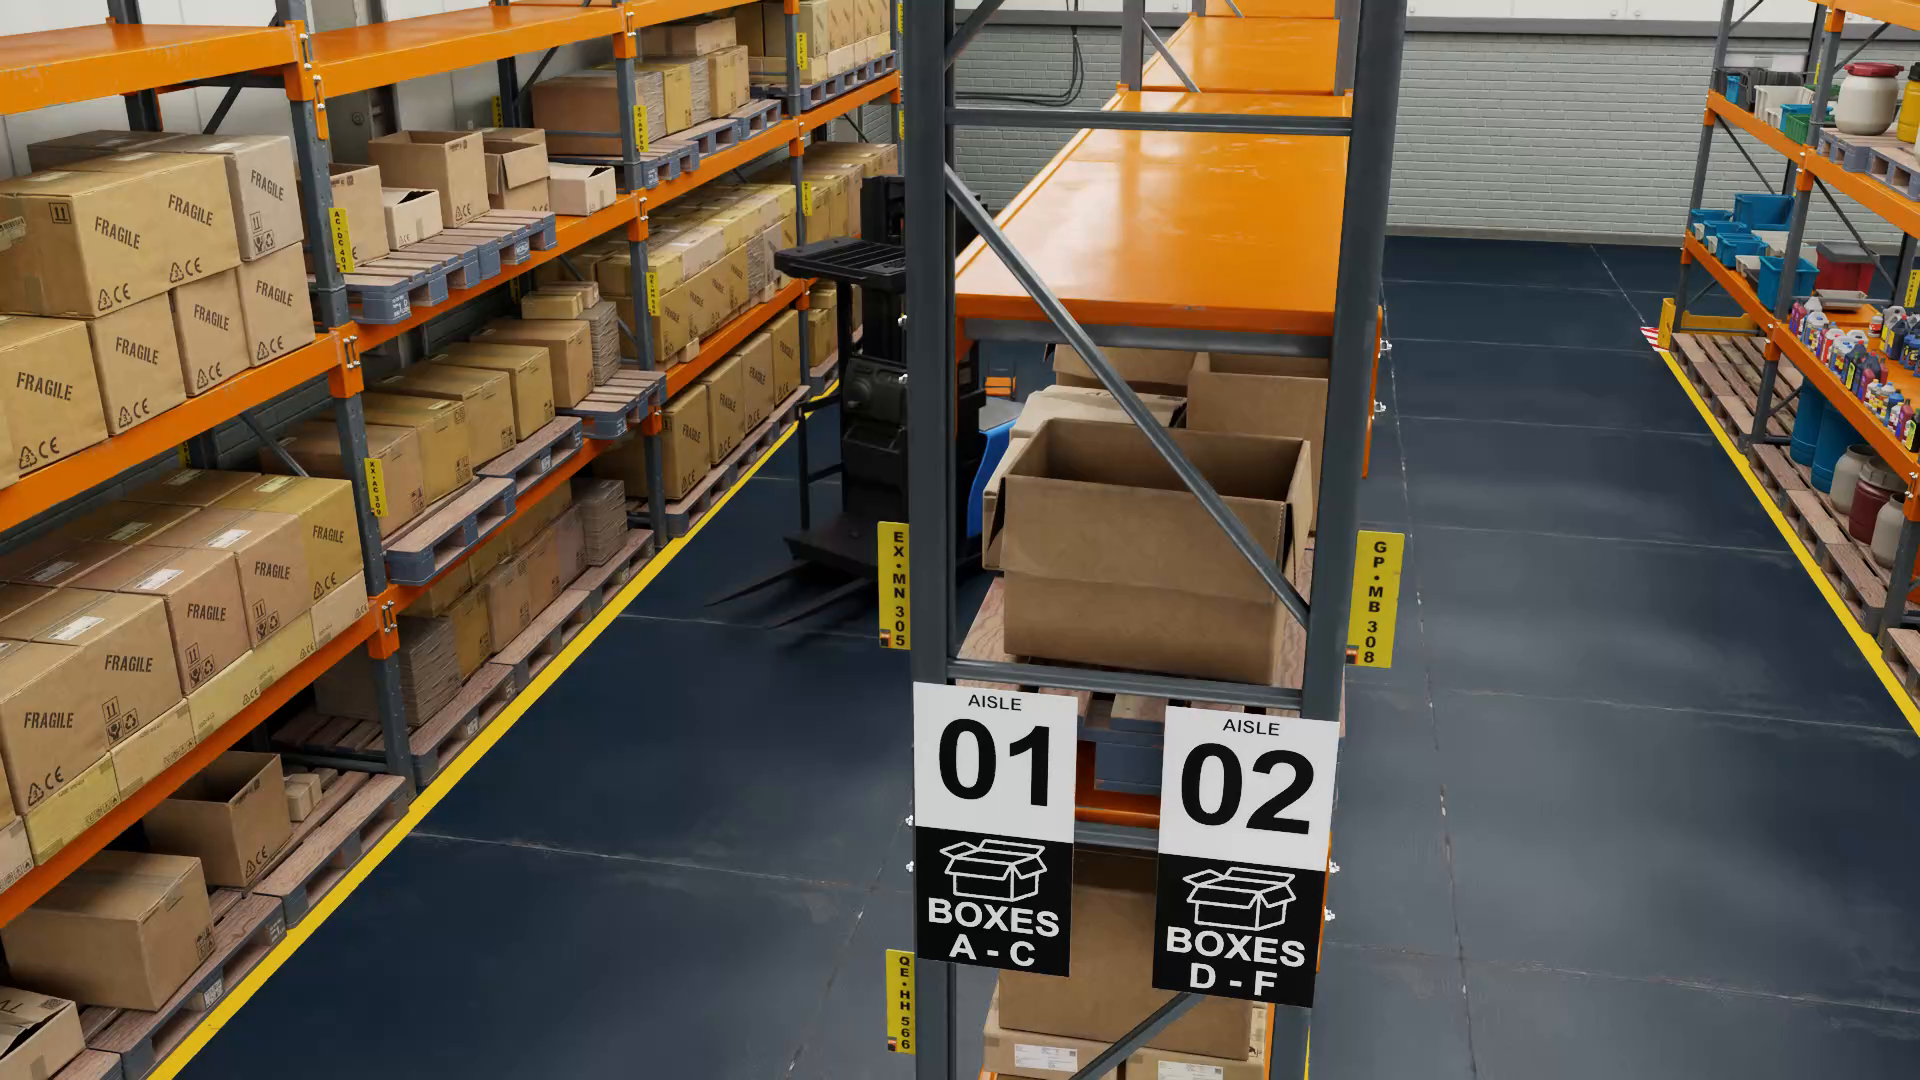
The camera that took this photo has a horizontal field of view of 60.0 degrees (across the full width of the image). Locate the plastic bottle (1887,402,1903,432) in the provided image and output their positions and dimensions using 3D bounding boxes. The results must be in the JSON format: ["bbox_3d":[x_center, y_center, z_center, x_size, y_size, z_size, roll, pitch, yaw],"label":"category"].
[{"bbox_3d":[6.638,-0.872,11.770,0.097,0.201,0.097,0,22,0],"label":"plastic bottle"}]

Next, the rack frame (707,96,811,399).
[{"bbox_3d":[-2.018,-2.841,16.394,1.000,3.000,0.127,4,22,11],"label":"rack frame"}]

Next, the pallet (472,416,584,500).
[{"bbox_3d":[-3.198,-0.562,10.992,1.003,0.211,1.213,4,22,11],"label":"pallet"}]

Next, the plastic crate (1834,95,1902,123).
[{"bbox_3d":[8.202,-3.850,15.058,0.497,0.269,0.590,4,22,11],"label":"plastic crate"}]

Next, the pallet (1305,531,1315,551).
[{"bbox_3d":[0.800,-0.131,5.767,1.003,0.211,1.213,4,22,11],"label":"pallet"}]

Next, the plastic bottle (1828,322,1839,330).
[{"bbox_3d":[7.264,-1.717,13.868,0.097,0.201,0.097,0,22,0],"label":"plastic bottle"}]

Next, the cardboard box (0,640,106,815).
[{"bbox_3d":[-3.853,0.740,6.672,0.500,0.500,0.500,4,22,9],"label":"cardboard box"}]

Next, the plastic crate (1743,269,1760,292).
[{"bbox_3d":[7.646,-2.416,15.626,0.437,0.125,0.590,4,22,11],"label":"plastic crate"}]

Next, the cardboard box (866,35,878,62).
[{"bbox_3d":[-1.197,-5.389,18.208,0.500,0.250,0.500,4,22,9],"label":"cardboard box"}]

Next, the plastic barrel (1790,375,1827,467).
[{"bbox_3d":[7.553,-1.110,14.341,0.600,0.901,0.708,4,22,11],"label":"plastic barrel"}]

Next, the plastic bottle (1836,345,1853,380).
[{"bbox_3d":[6.906,-1.387,12.954,0.097,0.271,0.097,0,22,0],"label":"plastic bottle"}]

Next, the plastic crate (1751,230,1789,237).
[{"bbox_3d":[8.508,-3.143,17.414,0.396,0.136,0.243,4,22,11],"label":"plastic crate"}]

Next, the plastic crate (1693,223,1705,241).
[{"bbox_3d":[7.978,-3.278,17.751,0.250,0.136,0.298,4,22,11],"label":"plastic crate"}]

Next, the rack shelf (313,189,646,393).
[{"bbox_3d":[-3.242,-1.705,10.519,1.077,0.370,4.000,4,22,11],"label":"rack shelf"}]

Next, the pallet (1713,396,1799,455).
[{"bbox_3d":[7.793,-1.065,15.714,1.003,0.211,1.213,4,22,11],"label":"pallet"}]

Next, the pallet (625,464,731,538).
[{"bbox_3d":[-2.600,-0.368,13.984,1.003,0.211,1.213,4,22,11],"label":"pallet"}]

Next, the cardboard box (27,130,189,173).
[{"bbox_3d":[-4.030,-1.669,7.968,0.500,0.500,0.500,5,22,12],"label":"cardboard box"}]

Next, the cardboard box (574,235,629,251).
[{"bbox_3d":[-2.887,-2.295,13.474,0.500,0.250,0.500,4,22,9],"label":"cardboard box"}]

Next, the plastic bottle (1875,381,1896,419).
[{"bbox_3d":[6.697,-1.012,12.023,0.097,0.271,0.097,0,22,0],"label":"plastic bottle"}]

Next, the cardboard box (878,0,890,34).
[{"bbox_3d":[-1.084,-5.927,18.540,0.500,0.500,0.500,4,22,11],"label":"cardboard box"}]

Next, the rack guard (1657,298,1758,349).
[{"bbox_3d":[8.489,-2.399,18.642,1.175,0.500,0.348,4,22,11],"label":"rack guard"}]

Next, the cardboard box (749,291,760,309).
[{"bbox_3d":[-2.047,-2.218,15.155,0.380,0.149,0.250,4,22,11],"label":"cardboard box"}]

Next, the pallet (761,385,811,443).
[{"bbox_3d":[-2.102,-1.260,16.199,1.003,0.211,1.213,4,22,11],"label":"pallet"}]

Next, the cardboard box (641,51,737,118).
[{"bbox_3d":[-2.355,-3.961,14.436,0.700,0.500,0.500,4,22,10],"label":"cardboard box"}]

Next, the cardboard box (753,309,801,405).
[{"bbox_3d":[-2.024,-1.791,16.102,0.750,0.750,0.750,5,22,12],"label":"cardboard box"}]

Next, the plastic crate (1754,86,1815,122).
[{"bbox_3d":[7.742,-4.098,15.658,0.437,0.282,0.530,4,22,11],"label":"plastic crate"}]

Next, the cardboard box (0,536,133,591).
[{"bbox_3d":[-4.167,0.324,7.705,0.500,0.500,0.500,5,22,12],"label":"cardboard box"}]

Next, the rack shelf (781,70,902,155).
[{"bbox_3d":[-1.610,-4.631,17.784,1.077,0.370,4.000,4,22,11],"label":"rack shelf"}]

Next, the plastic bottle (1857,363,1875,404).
[{"bbox_3d":[6.762,-1.168,12.394,0.061,0.283,0.133,4,22,11],"label":"plastic bottle"}]

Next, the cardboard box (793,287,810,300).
[{"bbox_3d":[-1.830,-2.695,17.945,0.380,0.149,0.250,4,22,9],"label":"cardboard box"}]

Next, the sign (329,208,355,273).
[{"bbox_3d":[-3.118,-1.508,8.376,0.100,0.325,0.005,4,22,11],"label":"sign"}]

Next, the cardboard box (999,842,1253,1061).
[{"bbox_3d":[0.502,1.086,4.771,0.700,0.500,0.500,5,22,11],"label":"cardboard box"}]

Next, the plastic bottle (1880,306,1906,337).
[{"bbox_3d":[7.916,-1.860,14.122,0.152,0.276,0.135,4,22,11],"label":"plastic bottle"}]

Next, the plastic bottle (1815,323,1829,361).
[{"bbox_3d":[7.007,-1.606,13.481,0.061,0.283,0.133,4,22,11],"label":"plastic bottle"}]

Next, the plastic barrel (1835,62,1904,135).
[{"bbox_3d":[7.328,-3.562,13.424,0.433,0.535,0.433,0,22,0],"label":"plastic barrel"}]

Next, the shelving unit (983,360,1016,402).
[{"bbox_3d":[0.326,-0.849,13.857,0.258,1.200,0.503,2,22,4],"label":"shelving unit"}]

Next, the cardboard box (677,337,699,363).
[{"bbox_3d":[-2.343,-1.556,13.512,0.380,0.149,0.250,5,23,13],"label":"cardboard box"}]

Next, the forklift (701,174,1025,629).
[{"bbox_3d":[-0.618,-1.071,12.091,1.130,2.935,3.031,16,27,35],"label":"forklift"}]

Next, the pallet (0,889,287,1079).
[{"bbox_3d":[-4.000,2.074,7.922,1.003,0.211,1.213,4,22,11],"label":"pallet"}]

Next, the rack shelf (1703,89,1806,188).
[{"bbox_3d":[8.089,-3.875,15.908,1.077,0.370,4.000,4,22,11],"label":"rack shelf"}]

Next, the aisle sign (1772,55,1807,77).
[{"bbox_3d":[8.798,-4.759,17.675,0.394,0.787,0.004,4,22,11],"label":"aisle sign"}]

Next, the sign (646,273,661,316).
[{"bbox_3d":[-2.301,-1.841,12.466,0.100,0.325,0.005,4,22,11],"label":"sign"}]

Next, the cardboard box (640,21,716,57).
[{"bbox_3d":[-2.424,-4.316,14.314,0.500,0.250,0.500,4,22,9],"label":"cardboard box"}]

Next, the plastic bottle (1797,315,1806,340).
[{"bbox_3d":[7.155,-1.800,14.074,0.097,0.201,0.097,0,22,0],"label":"plastic bottle"}]

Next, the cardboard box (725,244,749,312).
[{"bbox_3d":[-2.168,-2.294,14.474,0.500,0.500,0.500,5,22,12],"label":"cardboard box"}]

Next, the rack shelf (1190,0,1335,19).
[{"bbox_3d":[2.424,-3.997,12.731,1.077,0.370,4.000,4,22,11],"label":"rack shelf"}]

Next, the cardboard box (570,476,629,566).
[{"bbox_3d":[-2.930,-0.156,12.482,0.700,0.500,0.500,5,22,12],"label":"cardboard box"}]

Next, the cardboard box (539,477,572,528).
[{"bbox_3d":[-3.108,-0.300,11.836,0.500,0.250,0.500,5,22,12],"label":"cardboard box"}]

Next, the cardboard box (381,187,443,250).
[{"bbox_3d":[-3.335,-1.880,9.547,0.500,0.311,0.500,5,23,13],"label":"cardboard box"}]

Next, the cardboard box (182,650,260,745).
[{"bbox_3d":[-3.648,0.708,7.755,0.500,0.250,0.500,4,22,11],"label":"cardboard box"}]

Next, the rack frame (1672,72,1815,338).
[{"bbox_3d":[8.497,-3.549,18.151,1.000,3.000,0.127,4,22,11],"label":"rack frame"}]

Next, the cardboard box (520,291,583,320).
[{"bbox_3d":[-2.927,-1.683,11.925,0.380,0.149,0.250,1,22,2],"label":"cardboard box"}]

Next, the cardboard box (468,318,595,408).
[{"bbox_3d":[-3.008,-1.250,11.719,0.700,0.500,0.500,2,22,6],"label":"cardboard box"}]

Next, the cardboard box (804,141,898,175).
[{"bbox_3d":[-1.296,-4.256,19.505,0.980,0.700,0.700,5,23,13],"label":"cardboard box"}]

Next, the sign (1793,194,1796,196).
[{"bbox_3d":[9.039,-3.589,18.031,0.100,0.325,0.005,4,22,11],"label":"sign"}]

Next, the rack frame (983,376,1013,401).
[{"bbox_3d":[0.308,-0.759,13.631,0.240,1.200,0.015,2,22,4],"label":"rack frame"}]

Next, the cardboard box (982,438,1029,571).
[{"bbox_3d":[0.360,-0.099,5.021,0.500,0.250,0.500,4,22,11],"label":"cardboard box"}]

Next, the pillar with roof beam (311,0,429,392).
[{"bbox_3d":[0.268,-3.424,9.809,9.100,9.000,0.400,4,22,11],"label":"pillar with roof beam"}]
